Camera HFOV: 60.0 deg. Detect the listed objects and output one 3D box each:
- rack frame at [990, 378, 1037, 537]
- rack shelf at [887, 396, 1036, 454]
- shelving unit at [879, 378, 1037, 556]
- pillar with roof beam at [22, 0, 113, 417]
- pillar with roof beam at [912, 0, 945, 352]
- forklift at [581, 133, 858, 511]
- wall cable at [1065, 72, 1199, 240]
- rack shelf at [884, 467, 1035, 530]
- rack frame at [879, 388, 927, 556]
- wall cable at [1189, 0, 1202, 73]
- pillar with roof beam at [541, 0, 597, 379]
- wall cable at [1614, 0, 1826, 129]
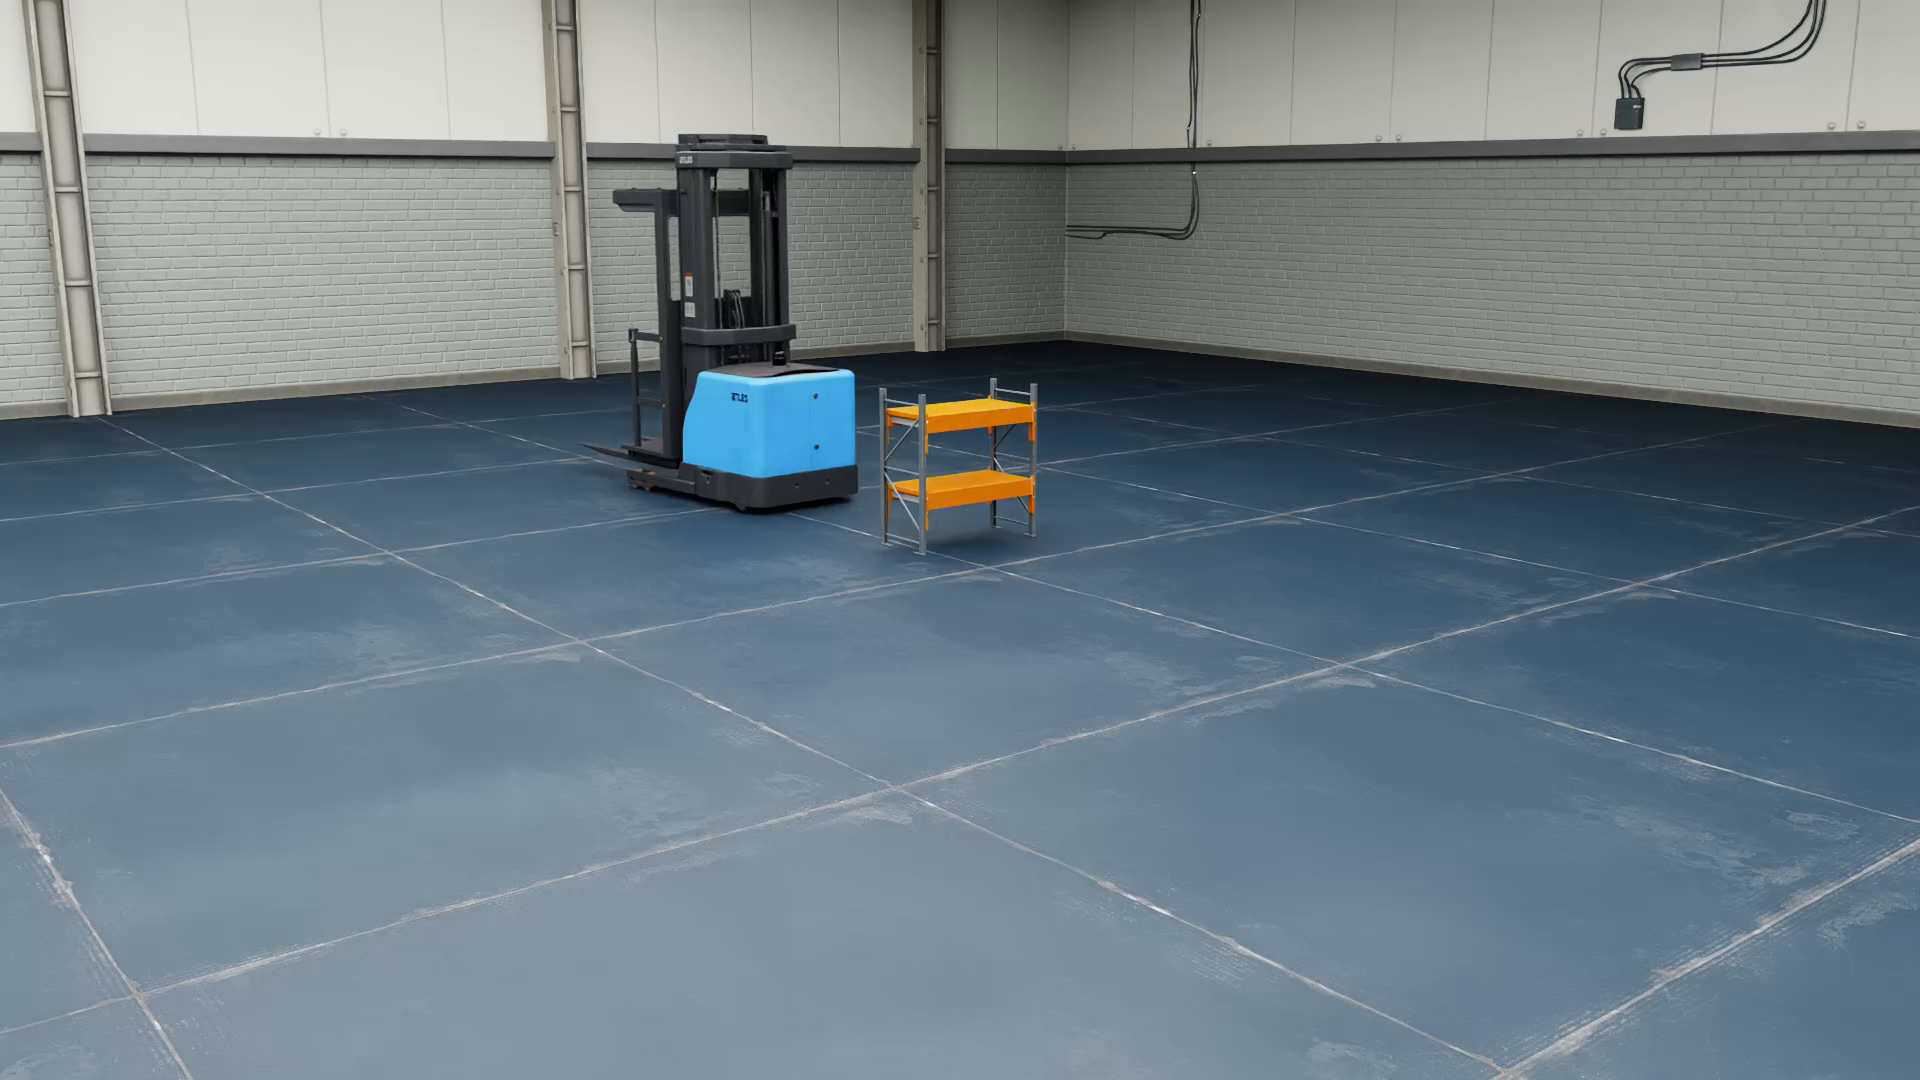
[{"bbox_3d":[0.392,-0.615,12.318,0.032,1.125,0.500,-9,15,-38],"label":"rack frame"},{"bbox_3d":[-0.005,-0.836,11.947,1.000,0.278,0.538,-9,15,-38],"label":"rack shelf"},{"bbox_3d":[-0.005,-0.549,12.008,1.048,1.125,0.538,-9,15,-38],"label":"shelving unit"},{"bbox_3d":[-7.159,-5.126,14.606,0.400,9.000,9.100,-9,15,-38],"label":"pillar with roof beam"},{"bbox_3d":[2.211,-6.684,21.939,0.400,9.000,9.100,-9,15,-38],"label":"pillar with roof beam"},{"bbox_3d":[-2.198,-1.909,14.062,1.130,2.935,3.031,-11,16,-41],"label":"forklift"},{"bbox_3d":[2.648,-6.031,26.340,0.112,2.526,3.097,-9,15,-38],"label":"wall cable"},{"bbox_3d":[-0.005,-0.310,12.059,1.000,0.278,0.538,-9,15,-38],"label":"rack shelf"},{"bbox_3d":[-0.402,-0.483,11.697,0.032,1.125,0.500,-9,15,-38],"label":"rack frame"},{"bbox_3d":[4.338,-8.062,23.749,0.112,2.526,3.097,-9,15,-38],"label":"wall cable"},{"bbox_3d":[-2.474,-5.905,18.273,0.400,9.000,9.100,-9,15,-38],"label":"pillar with roof beam"},{"bbox_3d":[8.566,-7.671,18.403,0.169,6.003,2.305,-9,15,-38],"label":"wall cable"}]
